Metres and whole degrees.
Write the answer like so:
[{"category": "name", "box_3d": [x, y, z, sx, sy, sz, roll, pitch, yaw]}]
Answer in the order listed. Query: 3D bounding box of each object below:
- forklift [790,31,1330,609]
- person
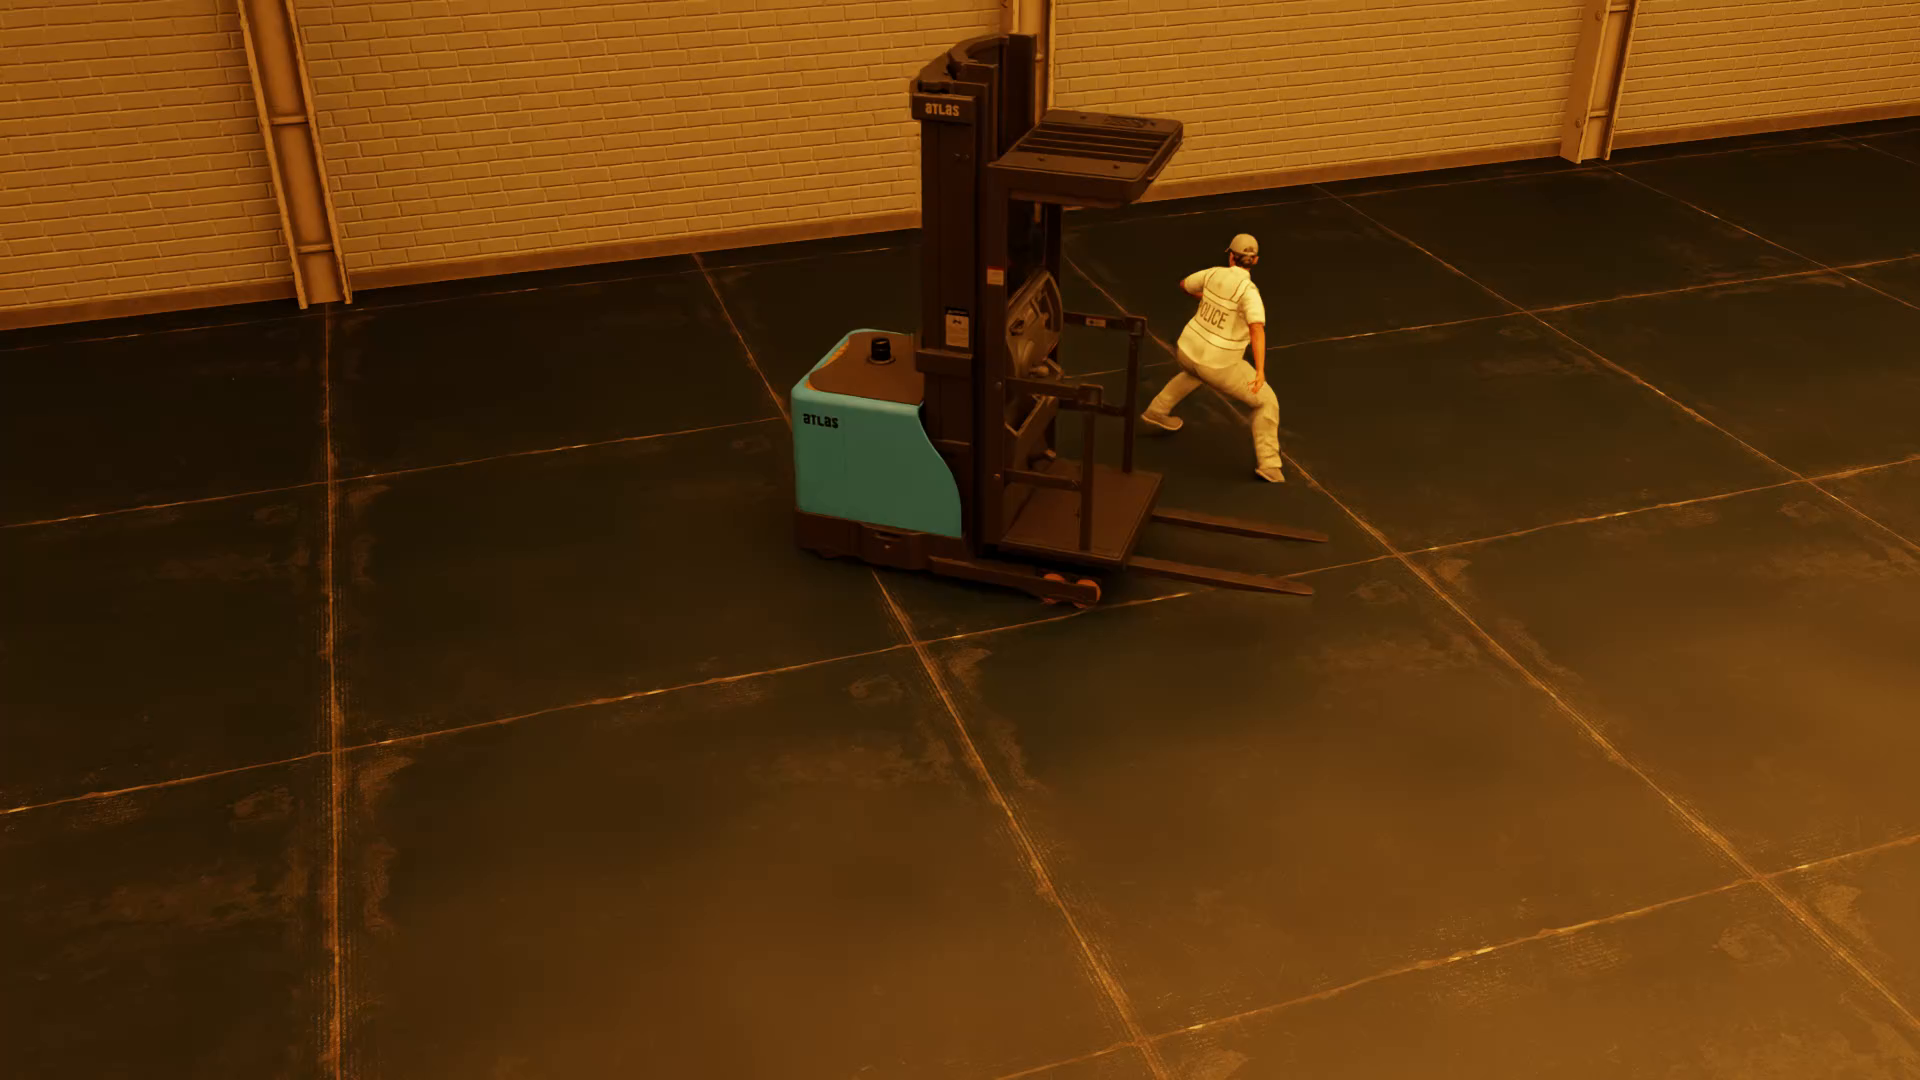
[{"category": "forklift", "box_3d": [0.599, -1.180, 9.137, 3.031, 2.935, 1.130, 10, 31, 16]}, {"category": "person", "box_3d": [1.701, -1.149, 10.610, 0.539, 1.602, 1.091, -16, 33, -25]}]
